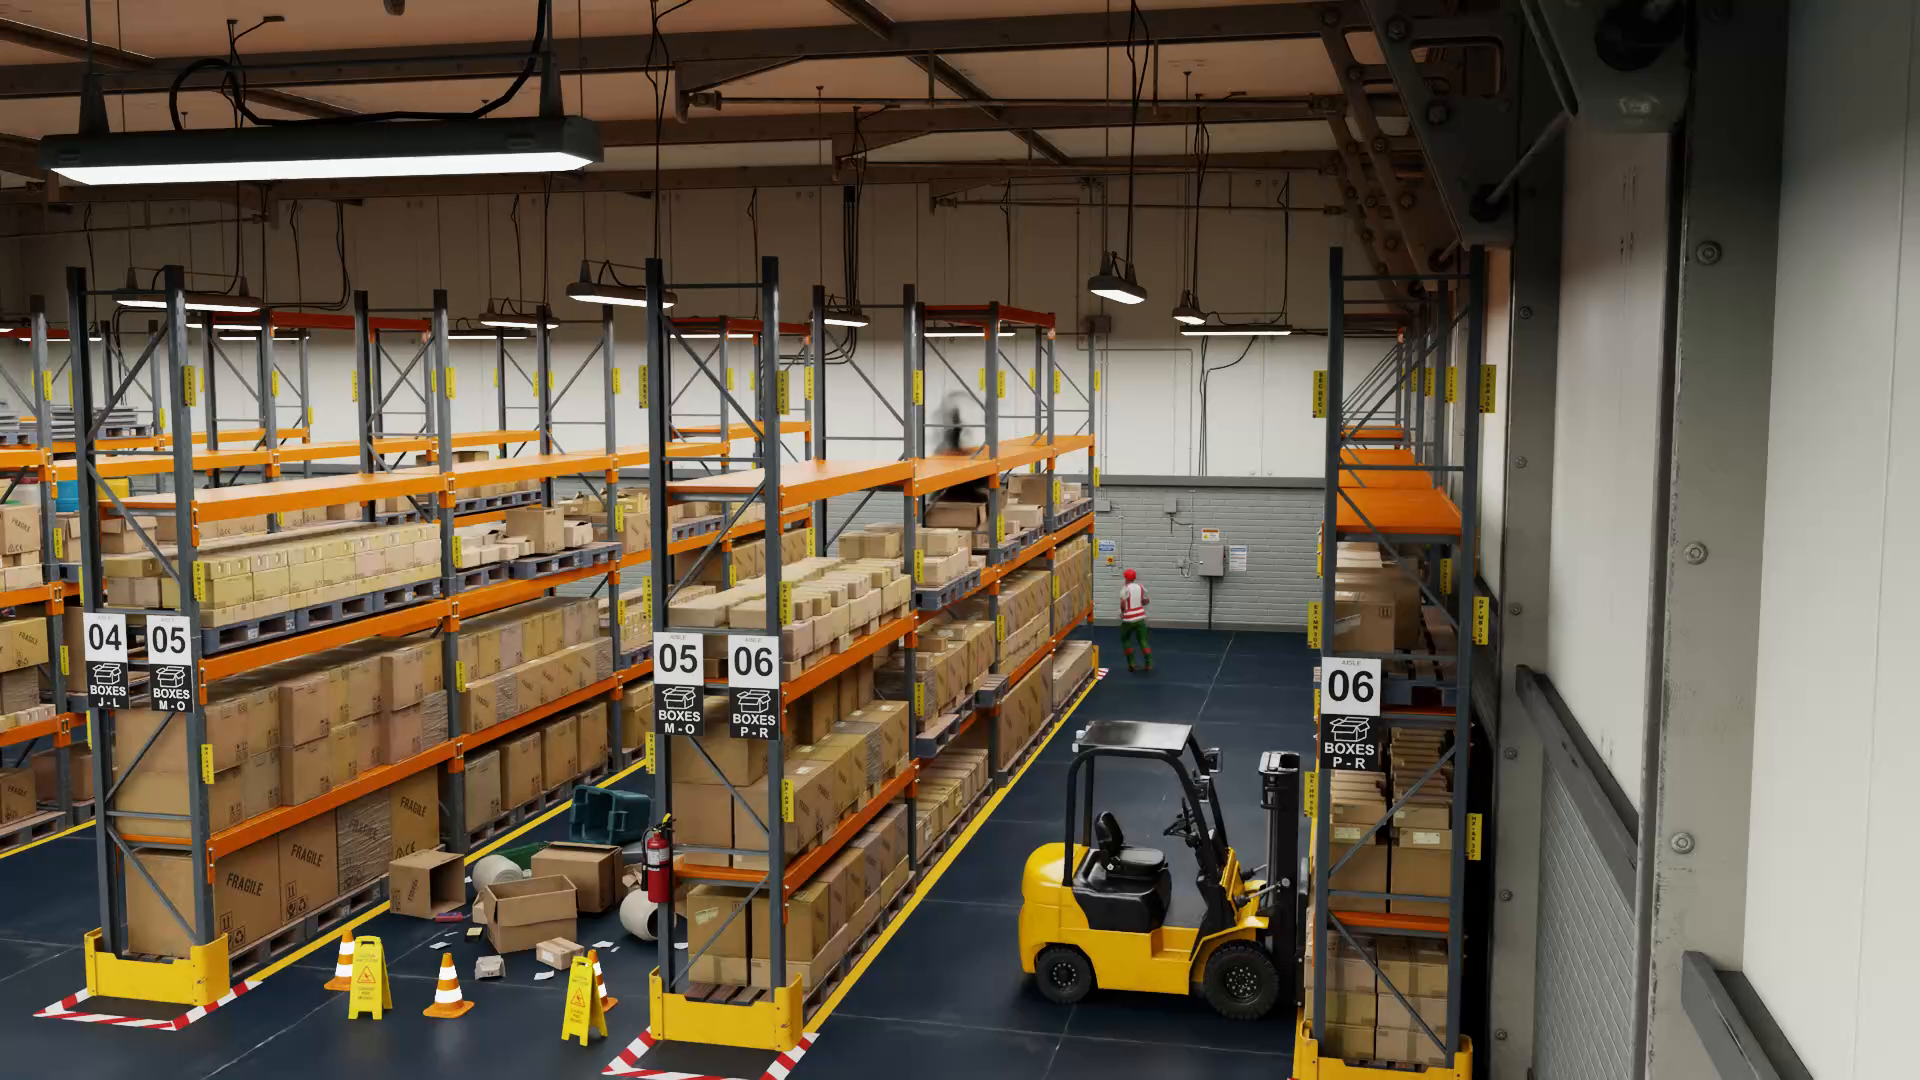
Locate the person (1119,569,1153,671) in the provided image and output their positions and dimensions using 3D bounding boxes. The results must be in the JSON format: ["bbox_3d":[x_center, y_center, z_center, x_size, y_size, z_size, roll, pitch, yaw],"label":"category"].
[{"bbox_3d":[2.955,1.411,28.470,0.655,1.840,0.758,-2,6,-21],"label":"person"}]
